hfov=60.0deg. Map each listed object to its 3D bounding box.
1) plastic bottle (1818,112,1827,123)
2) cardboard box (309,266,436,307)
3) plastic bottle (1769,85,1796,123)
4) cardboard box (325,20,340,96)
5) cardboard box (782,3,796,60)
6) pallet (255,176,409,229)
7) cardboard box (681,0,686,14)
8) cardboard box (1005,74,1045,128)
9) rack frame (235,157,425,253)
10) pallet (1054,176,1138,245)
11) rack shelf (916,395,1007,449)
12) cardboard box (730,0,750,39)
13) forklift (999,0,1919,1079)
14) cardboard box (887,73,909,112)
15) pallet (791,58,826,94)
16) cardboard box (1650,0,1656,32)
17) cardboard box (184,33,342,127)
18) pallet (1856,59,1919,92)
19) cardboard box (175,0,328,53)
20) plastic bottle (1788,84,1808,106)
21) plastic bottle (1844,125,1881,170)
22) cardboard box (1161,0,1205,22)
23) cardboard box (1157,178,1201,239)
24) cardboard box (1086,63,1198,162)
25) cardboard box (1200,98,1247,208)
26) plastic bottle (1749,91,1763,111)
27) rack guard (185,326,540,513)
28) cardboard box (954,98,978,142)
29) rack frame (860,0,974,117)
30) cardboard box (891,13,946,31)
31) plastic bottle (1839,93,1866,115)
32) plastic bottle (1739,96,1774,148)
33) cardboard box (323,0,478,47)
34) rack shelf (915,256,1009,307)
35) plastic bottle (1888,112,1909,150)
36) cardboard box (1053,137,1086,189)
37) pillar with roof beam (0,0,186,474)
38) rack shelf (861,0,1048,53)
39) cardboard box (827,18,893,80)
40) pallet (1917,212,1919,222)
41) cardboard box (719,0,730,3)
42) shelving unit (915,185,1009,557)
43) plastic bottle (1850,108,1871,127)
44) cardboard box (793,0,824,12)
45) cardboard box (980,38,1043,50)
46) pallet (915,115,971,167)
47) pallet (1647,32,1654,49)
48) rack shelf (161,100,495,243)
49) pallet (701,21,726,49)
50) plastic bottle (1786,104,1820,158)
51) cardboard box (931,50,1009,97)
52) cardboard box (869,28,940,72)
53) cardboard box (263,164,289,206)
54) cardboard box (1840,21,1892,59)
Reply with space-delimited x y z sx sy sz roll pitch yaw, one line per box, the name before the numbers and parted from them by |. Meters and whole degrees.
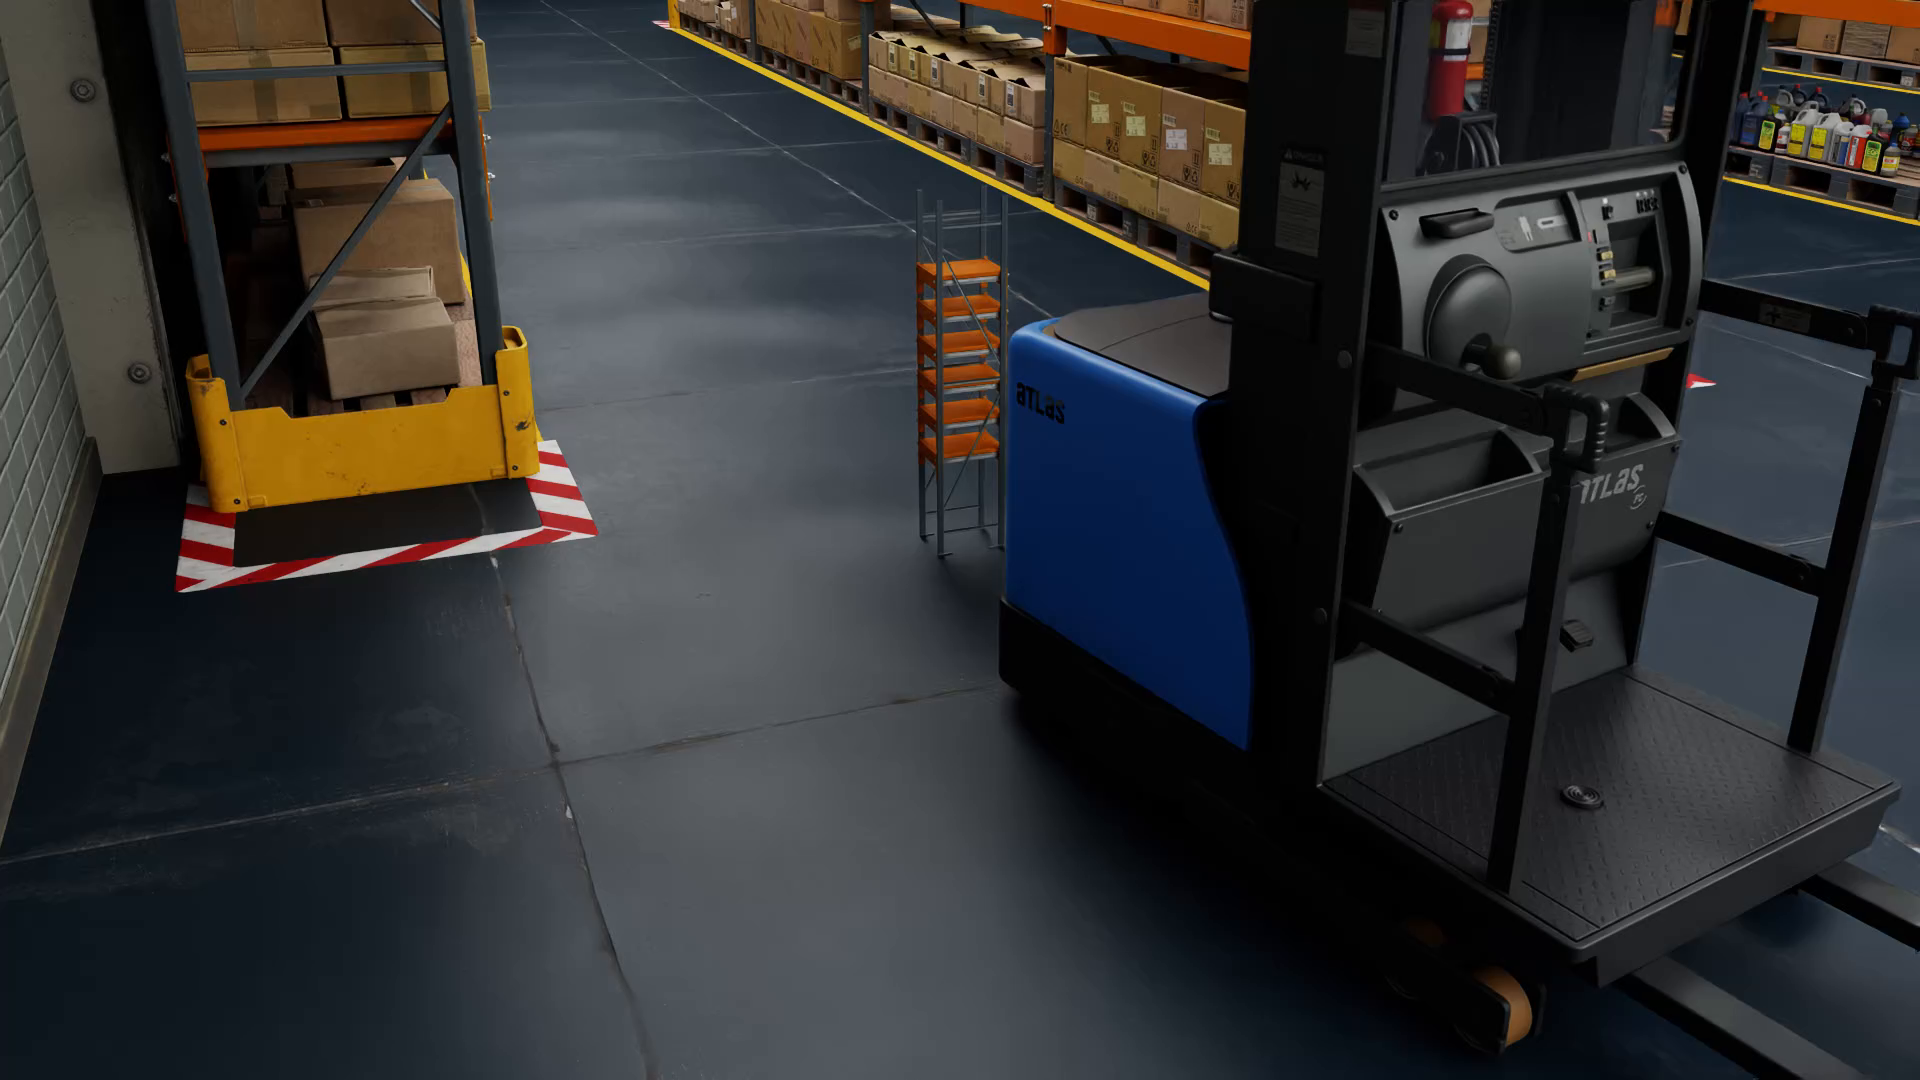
plastic bottle | 5.924 -2.802 11.477 0.152 0.276 0.135 -8 24 -19
cardboard box | -2.536 -1.021 7.205 0.500 0.311 0.500 -6 24 -15
plastic bottle | 6.043 -3.166 12.245 0.144 0.351 0.185 -8 24 -19
cardboard box | -2.246 -1.934 6.643 0.500 0.250 0.500 -9 25 -21
cardboard box | -1.469 -5.094 16.626 0.500 0.500 0.500 -8 24 -18
pallet | -3.864 -2.037 10.311 1.003 0.211 1.213 -8 24 -19
cardboard box | -3.279 -6.688 20.836 0.380 0.166 0.250 -8 24 -19
cardboard box | 0.634 -3.013 11.314 0.500 0.311 0.500 -8 24 -19
rack frame | -3.587 -3.039 9.099 1.000 3.000 0.127 -8 24 -19
pallet | 1.287 -2.141 10.557 1.003 0.211 1.213 -8 24 -19
rack shelf | 0.005 -0.396 5.568 0.258 0.103 0.180 -8 24 -19
cardboard box | -2.247 -5.846 18.410 0.500 0.500 0.500 -8 24 -19
forklift | 1.327 -0.538 3.252 1.130 2.935 3.031 -14 27 -30
cardboard box | -0.279 -3.687 13.636 0.500 0.250 0.500 -9 24 -20
pallet | -1.023 -4.608 16.411 1.003 0.211 1.213 -8 24 -19
cardboard box | 8.369 -6.325 19.089 1.225 0.875 0.875 -8 24 -19
cardboard box | -2.521 -1.669 6.016 0.500 0.250 0.500 -8 24 -18
pallet | 9.603 -4.520 16.202 1.003 0.211 1.213 -8 24 -19
cardboard box | -2.540 -2.014 5.868 0.500 0.500 0.500 -9 24 -20
plastic bottle | 6.178 -3.186 12.292 0.144 0.351 0.185 -9 24 -20
plastic bottle | 5.972 -2.595 10.986 0.152 0.276 0.135 -8 24 -19
cardboard box | 1.574 -3.233 9.429 0.700 0.500 0.500 -8 24 -18
cardboard box | 1.452 -1.891 9.374 0.500 0.250 0.500 -8 24 -19
cardboard box | 1.100 -2.600 10.092 0.500 0.500 0.500 -8 24 -19
cardboard box | 1.624 -2.054 8.796 0.500 0.500 0.500 -8 24 -19
plastic bottle | 5.713 -3.050 11.969 0.144 0.351 0.185 -8 24 -19
rack guard | -2.201 -0.462 6.202 1.175 0.500 0.348 -8 24 -19
cardboard box | 0.270 -3.128 12.308 0.500 0.250 0.500 -8 24 -18
rack frame | -0.368 -5.174 14.163 1.000 3.000 0.127 -8 24 -19
cardboard box | -0.451 -4.619 15.498 0.500 0.500 0.500 -9 25 -21
plastic bottle | 6.360 -2.999 11.848 0.144 0.351 0.185 -8 24 -19
plastic bottle | 5.644 -2.962 11.760 0.144 0.351 0.185 -9 25 -21
cardboard box | -2.062 -2.086 6.040 0.500 0.500 0.500 -8 24 -19
rack shelf | 0.005 -0.838 5.382 0.258 0.103 0.180 -8 24 -19
plastic bottle | 6.517 -2.827 11.541 0.097 0.271 0.097 0 23 0
cardboard box | 0.926 -2.437 10.669 0.500 0.250 0.500 -8 24 -19
pillar with roof beam | 0.797 -5.077 6.209 9.100 9.000 0.400 -8 24 -19
rack shelf | 0.339 -4.116 12.579 1.077 0.370 4.000 -8 24 -19
cardboard box | -0.918 -4.532 15.293 0.500 0.500 0.500 -7 24 -17
pallet | 6.741 -1.977 10.170 1.003 0.211 1.213 -8 24 -19
cardboard box | -2.449 -6.362 19.629 0.797 0.503 0.637 -8 24 -19
shelving unit | 0.005 -0.548 5.504 0.258 1.200 0.189 -8 24 -19
plastic bottle | 6.314 -2.894 11.684 0.061 0.283 0.133 -8 24 -19
cardboard box | -1.307 -5.269 16.075 0.500 0.250 0.500 -9 24 -20
cardboard box | 0.413 -3.830 13.253 0.500 0.311 0.500 -9 24 -19
pallet | 0.314 -3.142 12.932 1.003 0.211 1.213 -8 24 -19
pallet | 8.266 -5.986 19.681 1.003 0.211 1.213 -8 24 -19
rack shelf | -2.881 -1.981 7.515 1.077 0.370 4.000 -8 24 -19
pallet | -2.457 -6.036 19.799 1.003 0.211 1.213 -8 24 -19
plastic bottle | 5.795 -2.807 11.393 0.144 0.351 0.185 -9 24 -19
cardboard box | 0.096 -3.566 12.626 0.500 0.311 0.500 -9 24 -20
cardboard box | -0.457 -4.128 13.960 0.500 0.311 0.500 -7 24 -17
cardboard box | -3.863 -2.355 10.128 0.700 0.500 0.500 -7 24 -17
cardboard box | 9.365 -5.142 16.740 0.700 0.500 0.500 -10 25 -23
